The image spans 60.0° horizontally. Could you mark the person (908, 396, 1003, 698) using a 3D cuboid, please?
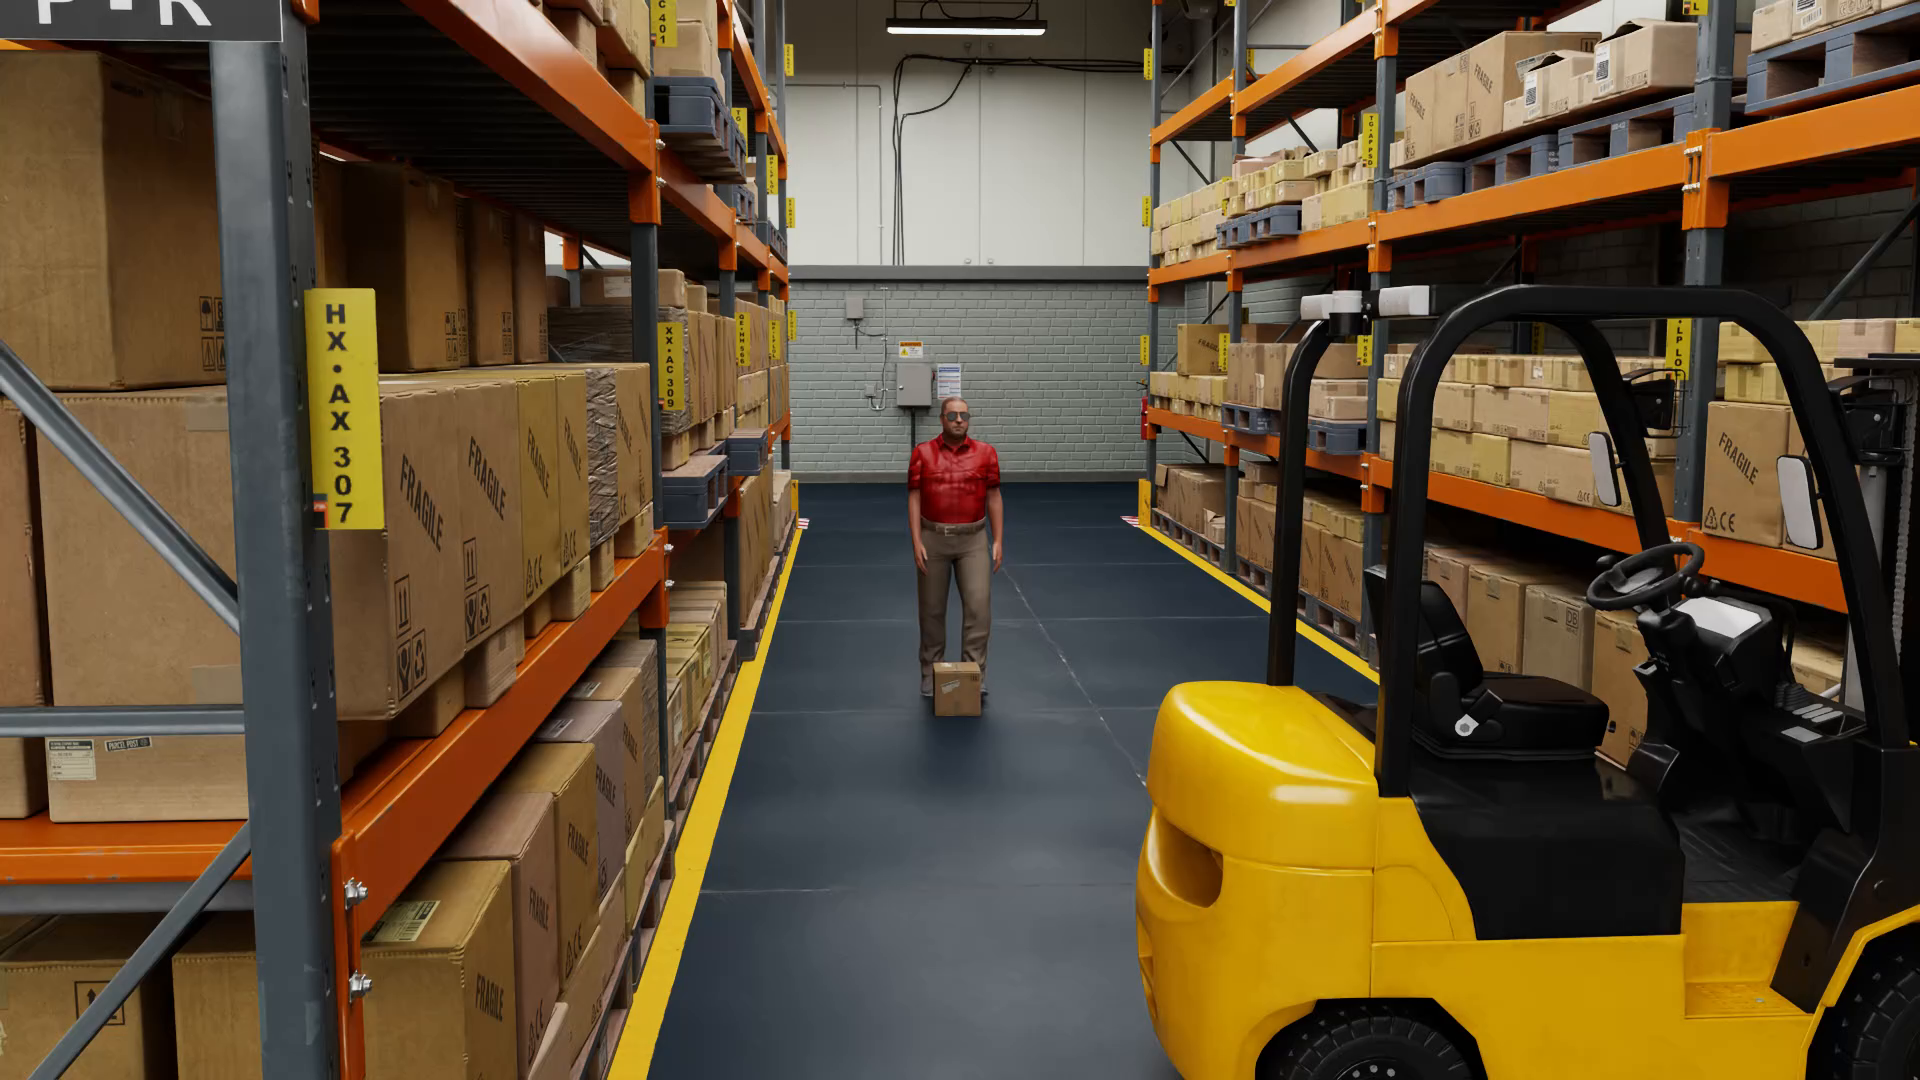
[{"bbox_3d":[-0.022,0.048,9.497,0.548,1.729,0.519,0,7,-2],"label":"person"}]
